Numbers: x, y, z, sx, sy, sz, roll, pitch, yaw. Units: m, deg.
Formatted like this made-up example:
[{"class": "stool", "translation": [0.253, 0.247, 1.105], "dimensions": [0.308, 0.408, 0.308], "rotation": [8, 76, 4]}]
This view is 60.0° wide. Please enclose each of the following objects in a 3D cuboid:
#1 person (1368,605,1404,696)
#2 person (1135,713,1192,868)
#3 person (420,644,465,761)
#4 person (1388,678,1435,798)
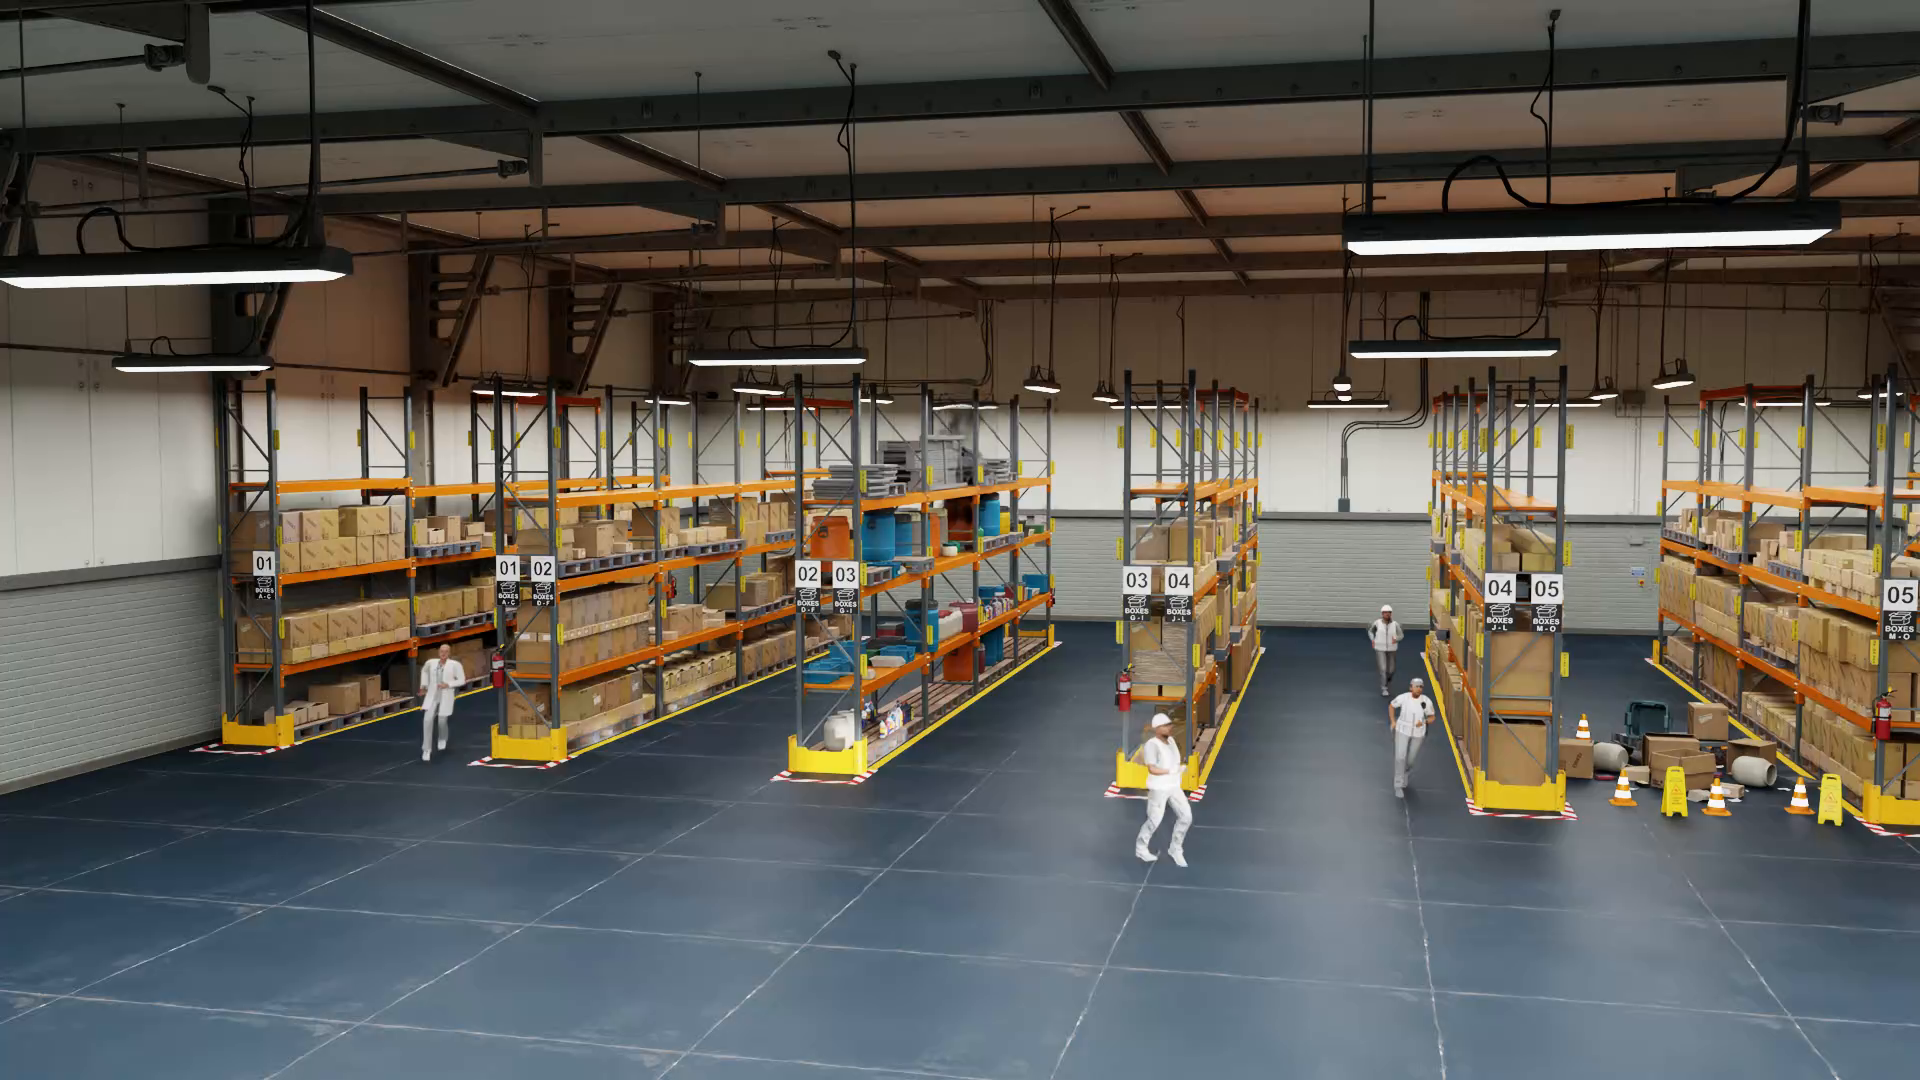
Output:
[{"class": "person", "translation": [8.378, 2.157, 32.695], "dimensions": [0.676, 1.760, 0.802], "rotation": [0, 3, 6]}, {"class": "person", "translation": [2.411, 2.945, 19.488], "dimensions": [0.678, 1.828, 0.753], "rotation": [-3, 5, -44]}, {"class": "person", "translation": [-8.221, 2.651, 26.426], "dimensions": [0.729, 1.609, 0.987], "rotation": [0, 3, -5]}, {"class": "person", "translation": [6.416, 2.789, 23.618], "dimensions": [0.633, 1.698, 0.836], "rotation": [1, 3, 8]}]
